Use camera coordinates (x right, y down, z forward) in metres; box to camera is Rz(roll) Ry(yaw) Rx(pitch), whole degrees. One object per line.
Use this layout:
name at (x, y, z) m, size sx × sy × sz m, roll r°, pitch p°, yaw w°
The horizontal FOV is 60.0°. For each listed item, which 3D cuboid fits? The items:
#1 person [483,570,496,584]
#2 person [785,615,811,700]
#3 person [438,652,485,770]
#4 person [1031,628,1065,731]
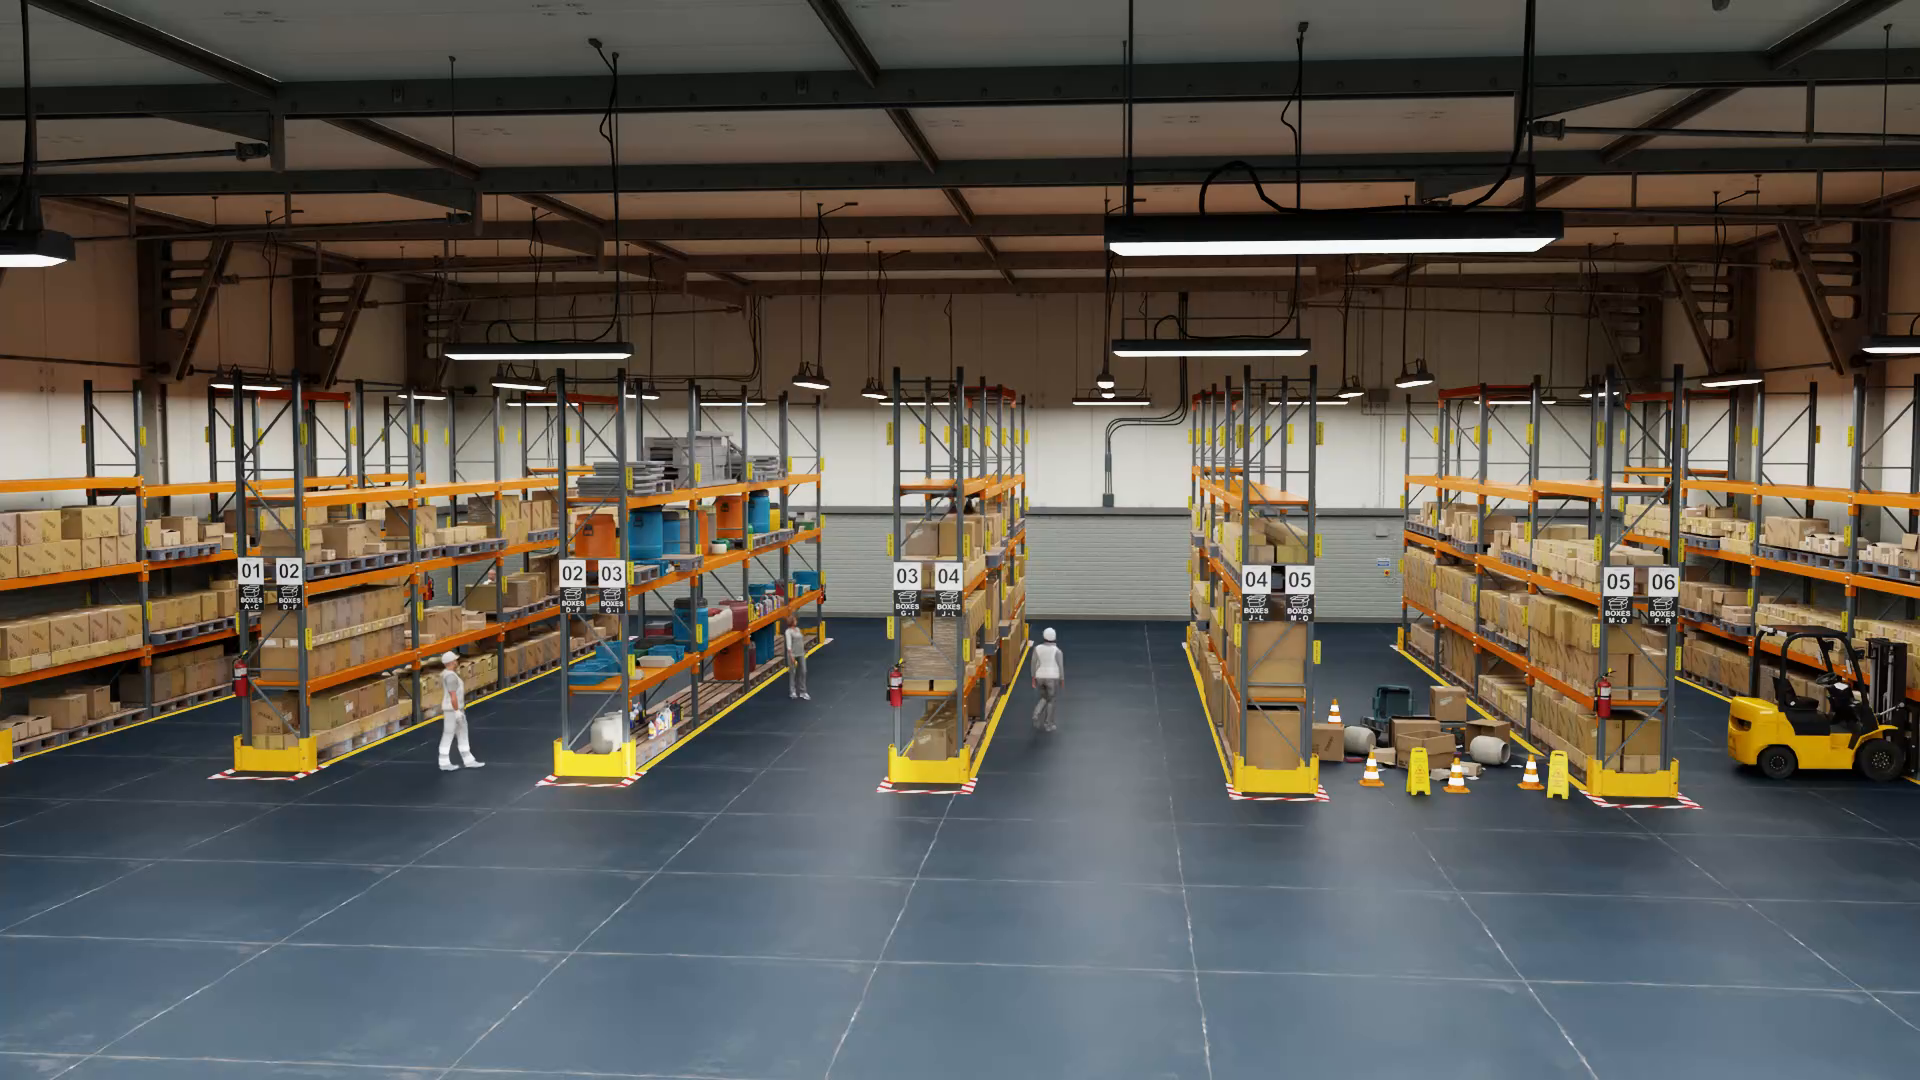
person at (-11.253, 1.605, 40.263) m, size 0.518 × 1.785 × 0.627 m, roll 1°, pitch 4°, yaw 15°
person at (-3.116, 2.245, 31.712) m, size 0.452 × 1.619 × 0.436 m, roll -2°, pitch 4°, yaw -35°
person at (-7.506, 2.556, 24.956) m, size 0.656 × 1.782 × 0.545 m, roll 0°, pitch 4°, yaw -5°
person at (1.482, 2.356, 28.168) m, size 0.538 × 1.755 × 0.511 m, roll 3°, pitch 5°, yaw 41°
